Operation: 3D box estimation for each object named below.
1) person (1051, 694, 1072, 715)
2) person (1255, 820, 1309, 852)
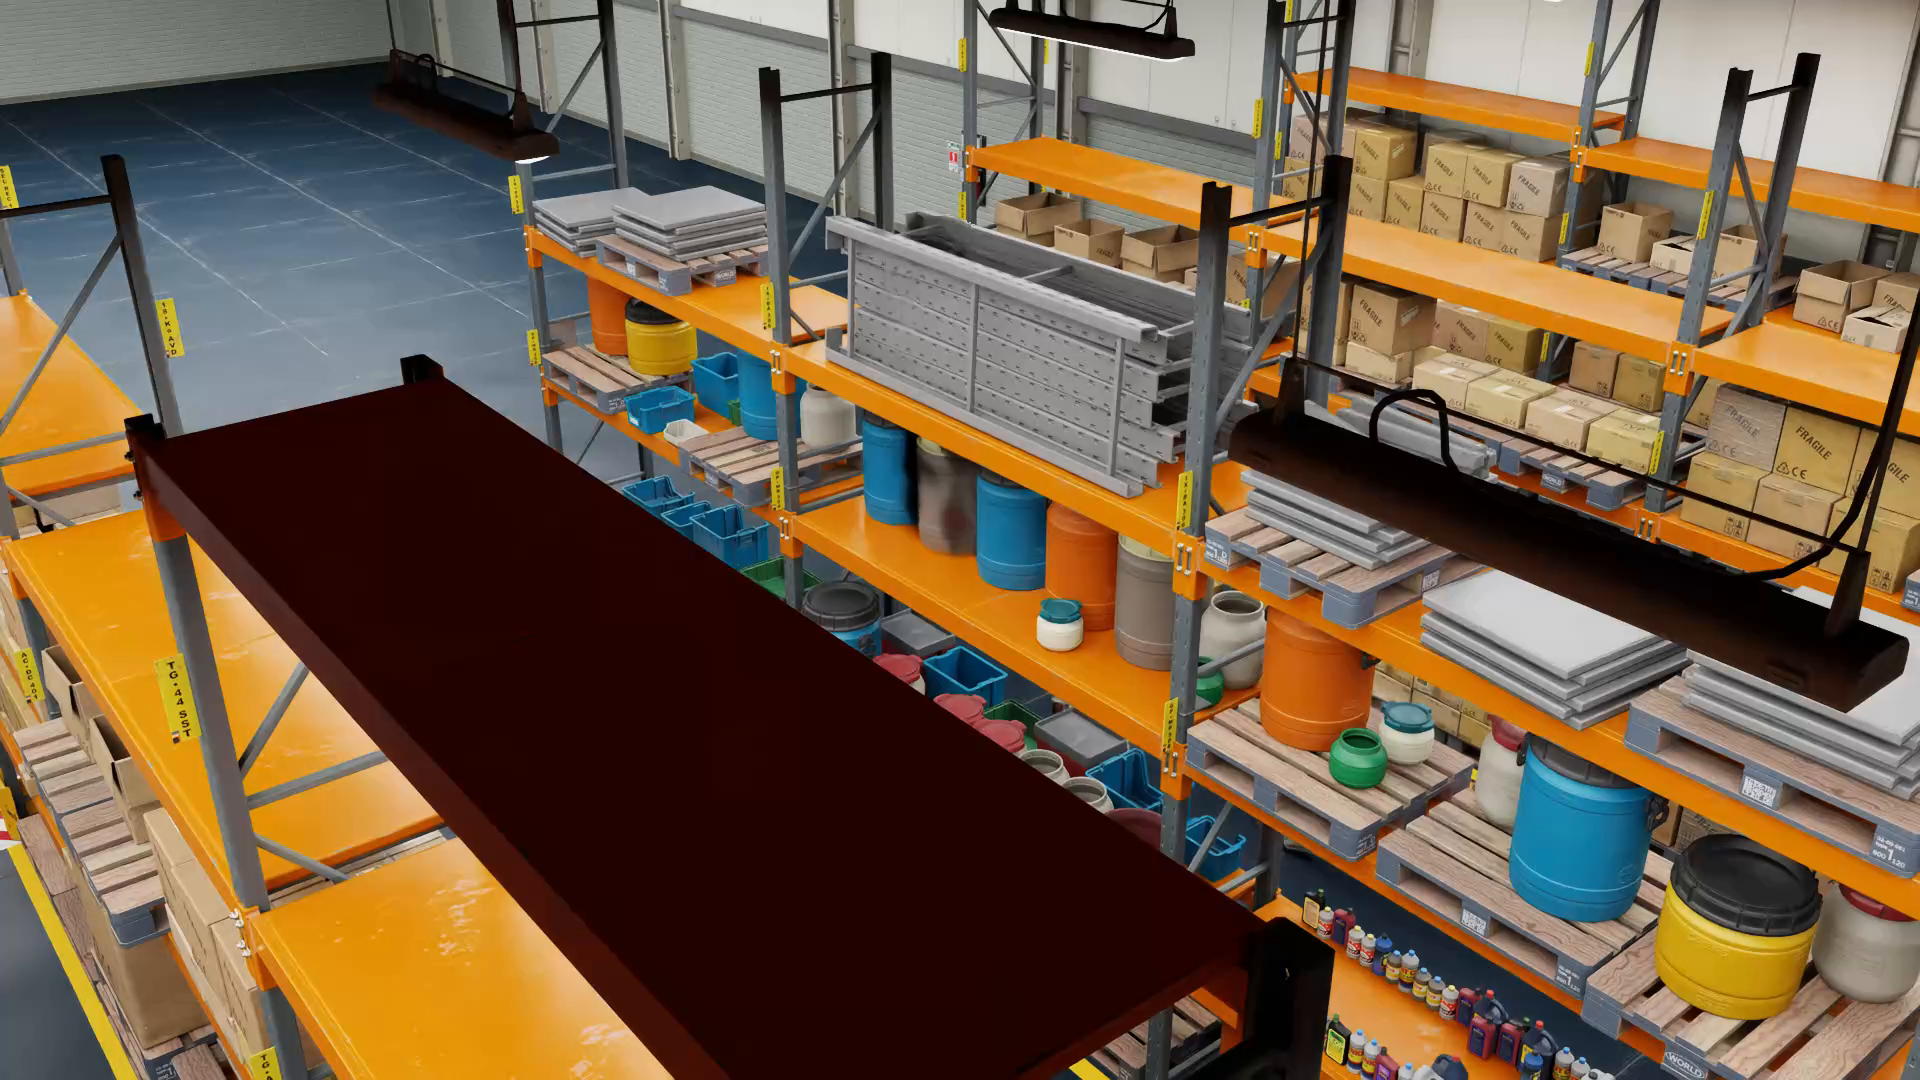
[{"bbox_3d":[1.092,1.635,13.155,0.675,1.547,1.216,-4,26,-9],"label":"person"},{"bbox_3d":[2.485,1.640,12.993,0.787,1.710,0.487,21,33,37],"label":"person"}]
